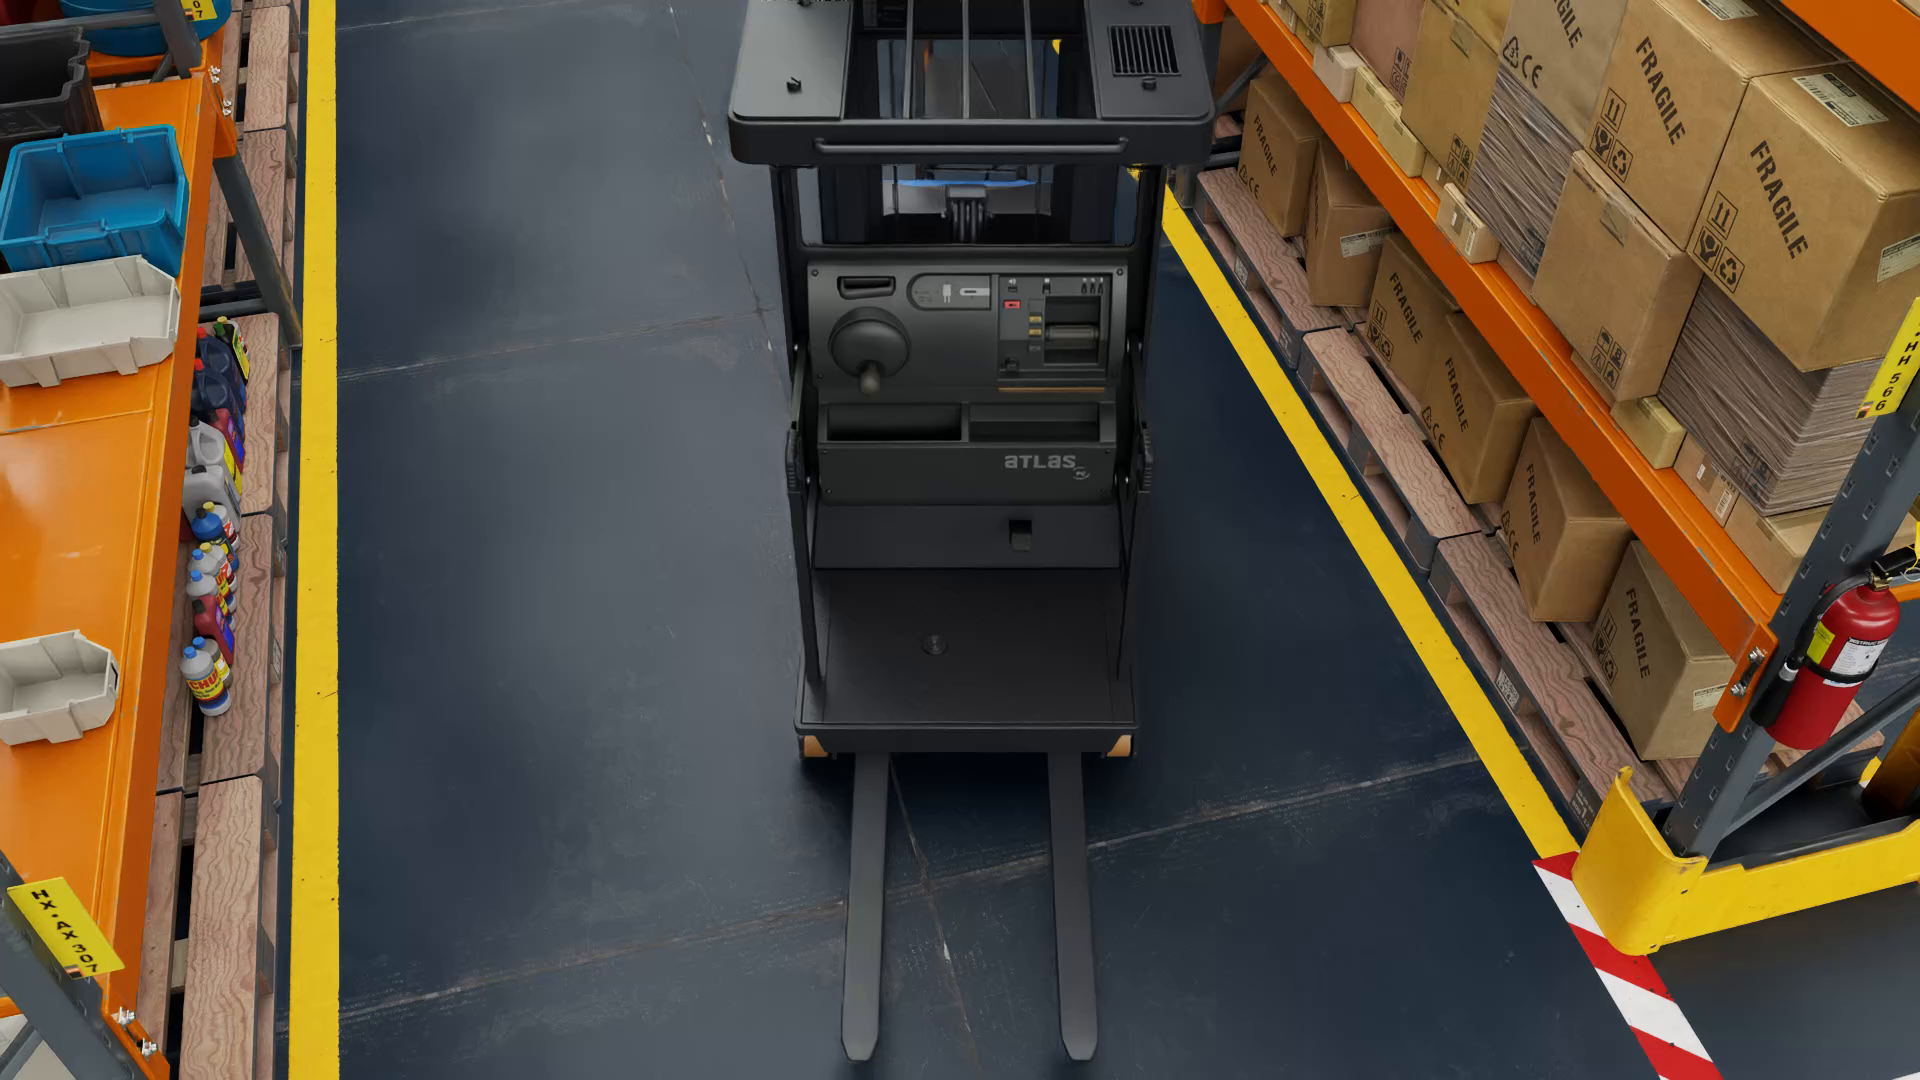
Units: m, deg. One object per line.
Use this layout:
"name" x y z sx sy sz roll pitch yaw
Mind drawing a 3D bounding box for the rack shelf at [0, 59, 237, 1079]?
"rack shelf" -2.771 -0.180 4.830 1.077 0.370 4.000 -11 47 -10

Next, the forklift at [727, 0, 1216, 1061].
"forklift" 0.024 -0.530 4.718 1.130 2.935 3.031 0 46 0

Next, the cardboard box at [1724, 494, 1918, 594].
"cardboard box" 2.256 -0.028 4.353 0.380 0.149 0.250 -11 47 -10

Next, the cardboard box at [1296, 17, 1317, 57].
"cardboard box" 1.485 -1.914 6.201 0.380 0.149 0.250 -11 47 -10

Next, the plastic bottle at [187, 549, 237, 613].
"plastic bottle" -2.535 0.135 5.620 0.097 0.271 0.097 0 46 0

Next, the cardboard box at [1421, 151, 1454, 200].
"cardboard box" 1.774 -1.230 5.531 0.380 0.149 0.250 -11 47 -10

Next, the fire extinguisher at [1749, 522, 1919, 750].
"fire extinguisher" 2.113 0.233 3.975 0.296 0.674 0.183 -11 47 -10

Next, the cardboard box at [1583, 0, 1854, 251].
"cardboard box" 2.016 -1.125 4.274 0.500 0.500 0.500 -11 47 -10

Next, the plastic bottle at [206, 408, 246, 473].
"plastic bottle" -2.708 -0.387 6.123 0.061 0.283 0.133 -8 46 -8

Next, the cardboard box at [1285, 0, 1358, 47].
"cardboard box" 1.654 -2.184 6.012 0.875 0.500 0.500 -11 47 -10

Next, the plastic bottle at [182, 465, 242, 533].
"plastic bottle" -2.670 -0.153 5.899 0.152 0.276 0.135 -10 46 -10

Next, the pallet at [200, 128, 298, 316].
"pallet" -3.521 -1.372 7.447 1.003 0.211 1.213 -11 47 -10

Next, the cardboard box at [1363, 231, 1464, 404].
"cardboard box" 1.958 -0.899 6.487 0.500 0.500 0.500 -15 47 -14

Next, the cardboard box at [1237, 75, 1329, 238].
"cardboard box" 1.569 -1.707 7.279 0.500 0.500 0.500 -12 47 -12

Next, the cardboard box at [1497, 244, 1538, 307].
"cardboard box" 1.921 -0.888 5.196 0.380 0.149 0.250 -11 47 -10

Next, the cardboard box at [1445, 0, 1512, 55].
"cardboard box" 1.770 -1.817 4.952 0.500 0.500 0.500 -11 47 -10

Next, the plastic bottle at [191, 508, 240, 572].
"plastic bottle" -2.587 -0.005 5.757 0.097 0.271 0.097 0 46 0

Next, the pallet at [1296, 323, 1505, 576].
"pallet" 2.027 -0.442 6.535 1.003 0.211 1.213 -11 47 -10

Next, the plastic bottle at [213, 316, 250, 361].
"plastic bottle" -2.889 -0.794 6.579 0.097 0.201 0.097 0 46 0

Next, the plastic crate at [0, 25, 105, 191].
"plastic crate" -3.272 -1.407 5.572 0.767 0.338 0.504 -11 47 -10

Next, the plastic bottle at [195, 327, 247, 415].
"plastic bottle" -2.839 -0.648 6.331 0.144 0.351 0.185 -12 47 -11

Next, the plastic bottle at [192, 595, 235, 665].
"plastic bottle" -2.462 0.277 5.472 0.061 0.283 0.133 -10 46 -10

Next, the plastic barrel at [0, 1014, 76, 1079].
"plastic barrel" -2.501 1.232 4.390 0.421 0.512 0.421 0 46 0

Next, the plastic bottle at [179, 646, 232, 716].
"plastic bottle" -2.422 0.441 5.320 0.097 0.271 0.097 0 46 0

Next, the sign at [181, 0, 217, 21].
"sign" -2.748 -2.003 5.919 0.100 0.325 0.005 -11 47 -10

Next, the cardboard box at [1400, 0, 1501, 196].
"cardboard box" 1.968 -1.505 5.346 0.875 0.500 0.500 -11 47 -10

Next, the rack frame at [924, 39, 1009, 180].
"rack frame" 0.064 -1.699 6.445 0.400 2.100 0.015 2 45 2

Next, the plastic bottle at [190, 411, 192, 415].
"plastic bottle" -2.927 -0.445 6.185 0.152 0.276 0.135 -11 47 -10

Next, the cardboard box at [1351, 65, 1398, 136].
"cardboard box" 1.613 -1.569 5.863 0.380 0.149 0.250 -11 47 -10

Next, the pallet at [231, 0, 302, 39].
"pallet" -4.146 -3.057 9.098 1.003 0.211 1.213 -11 47 -10

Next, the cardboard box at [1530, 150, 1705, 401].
"cardboard box" 2.171 -0.804 4.660 0.875 0.500 0.500 -11 47 -10

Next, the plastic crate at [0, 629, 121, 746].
"plastic crate" -2.177 0.364 3.978 0.298 0.136 0.250 -11 47 -10

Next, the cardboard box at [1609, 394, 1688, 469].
"cardboard box" 2.079 -0.364 4.682 0.380 0.149 0.250 -11 47 -10

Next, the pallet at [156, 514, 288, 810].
"pallet" -2.835 0.478 5.634 1.003 0.211 1.213 -11 47 -10

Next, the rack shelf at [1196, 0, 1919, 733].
"rack shelf" 2.017 -1.086 5.718 1.077 0.370 4.000 -11 47 -10

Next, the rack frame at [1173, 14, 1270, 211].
"rack frame" 1.505 -2.719 6.814 1.000 3.000 0.127 -11 47 -10

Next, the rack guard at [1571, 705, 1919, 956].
"rack guard" 2.510 0.865 5.052 1.175 0.500 0.348 -11 47 -10

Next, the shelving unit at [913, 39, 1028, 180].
"shelving unit" 0.052 -1.528 6.271 0.431 2.100 0.503 2 45 2

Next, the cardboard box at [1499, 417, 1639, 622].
"cardboard box" 2.199 -0.070 5.674 0.500 0.500 0.500 0 46 0

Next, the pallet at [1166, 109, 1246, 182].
"pallet" 1.304 -2.280 8.337 1.003 0.211 1.213 -11 47 -10

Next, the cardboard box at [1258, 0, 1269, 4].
"cardboard box" 1.321 -2.252 6.533 0.380 0.149 0.250 -11 47 -10
